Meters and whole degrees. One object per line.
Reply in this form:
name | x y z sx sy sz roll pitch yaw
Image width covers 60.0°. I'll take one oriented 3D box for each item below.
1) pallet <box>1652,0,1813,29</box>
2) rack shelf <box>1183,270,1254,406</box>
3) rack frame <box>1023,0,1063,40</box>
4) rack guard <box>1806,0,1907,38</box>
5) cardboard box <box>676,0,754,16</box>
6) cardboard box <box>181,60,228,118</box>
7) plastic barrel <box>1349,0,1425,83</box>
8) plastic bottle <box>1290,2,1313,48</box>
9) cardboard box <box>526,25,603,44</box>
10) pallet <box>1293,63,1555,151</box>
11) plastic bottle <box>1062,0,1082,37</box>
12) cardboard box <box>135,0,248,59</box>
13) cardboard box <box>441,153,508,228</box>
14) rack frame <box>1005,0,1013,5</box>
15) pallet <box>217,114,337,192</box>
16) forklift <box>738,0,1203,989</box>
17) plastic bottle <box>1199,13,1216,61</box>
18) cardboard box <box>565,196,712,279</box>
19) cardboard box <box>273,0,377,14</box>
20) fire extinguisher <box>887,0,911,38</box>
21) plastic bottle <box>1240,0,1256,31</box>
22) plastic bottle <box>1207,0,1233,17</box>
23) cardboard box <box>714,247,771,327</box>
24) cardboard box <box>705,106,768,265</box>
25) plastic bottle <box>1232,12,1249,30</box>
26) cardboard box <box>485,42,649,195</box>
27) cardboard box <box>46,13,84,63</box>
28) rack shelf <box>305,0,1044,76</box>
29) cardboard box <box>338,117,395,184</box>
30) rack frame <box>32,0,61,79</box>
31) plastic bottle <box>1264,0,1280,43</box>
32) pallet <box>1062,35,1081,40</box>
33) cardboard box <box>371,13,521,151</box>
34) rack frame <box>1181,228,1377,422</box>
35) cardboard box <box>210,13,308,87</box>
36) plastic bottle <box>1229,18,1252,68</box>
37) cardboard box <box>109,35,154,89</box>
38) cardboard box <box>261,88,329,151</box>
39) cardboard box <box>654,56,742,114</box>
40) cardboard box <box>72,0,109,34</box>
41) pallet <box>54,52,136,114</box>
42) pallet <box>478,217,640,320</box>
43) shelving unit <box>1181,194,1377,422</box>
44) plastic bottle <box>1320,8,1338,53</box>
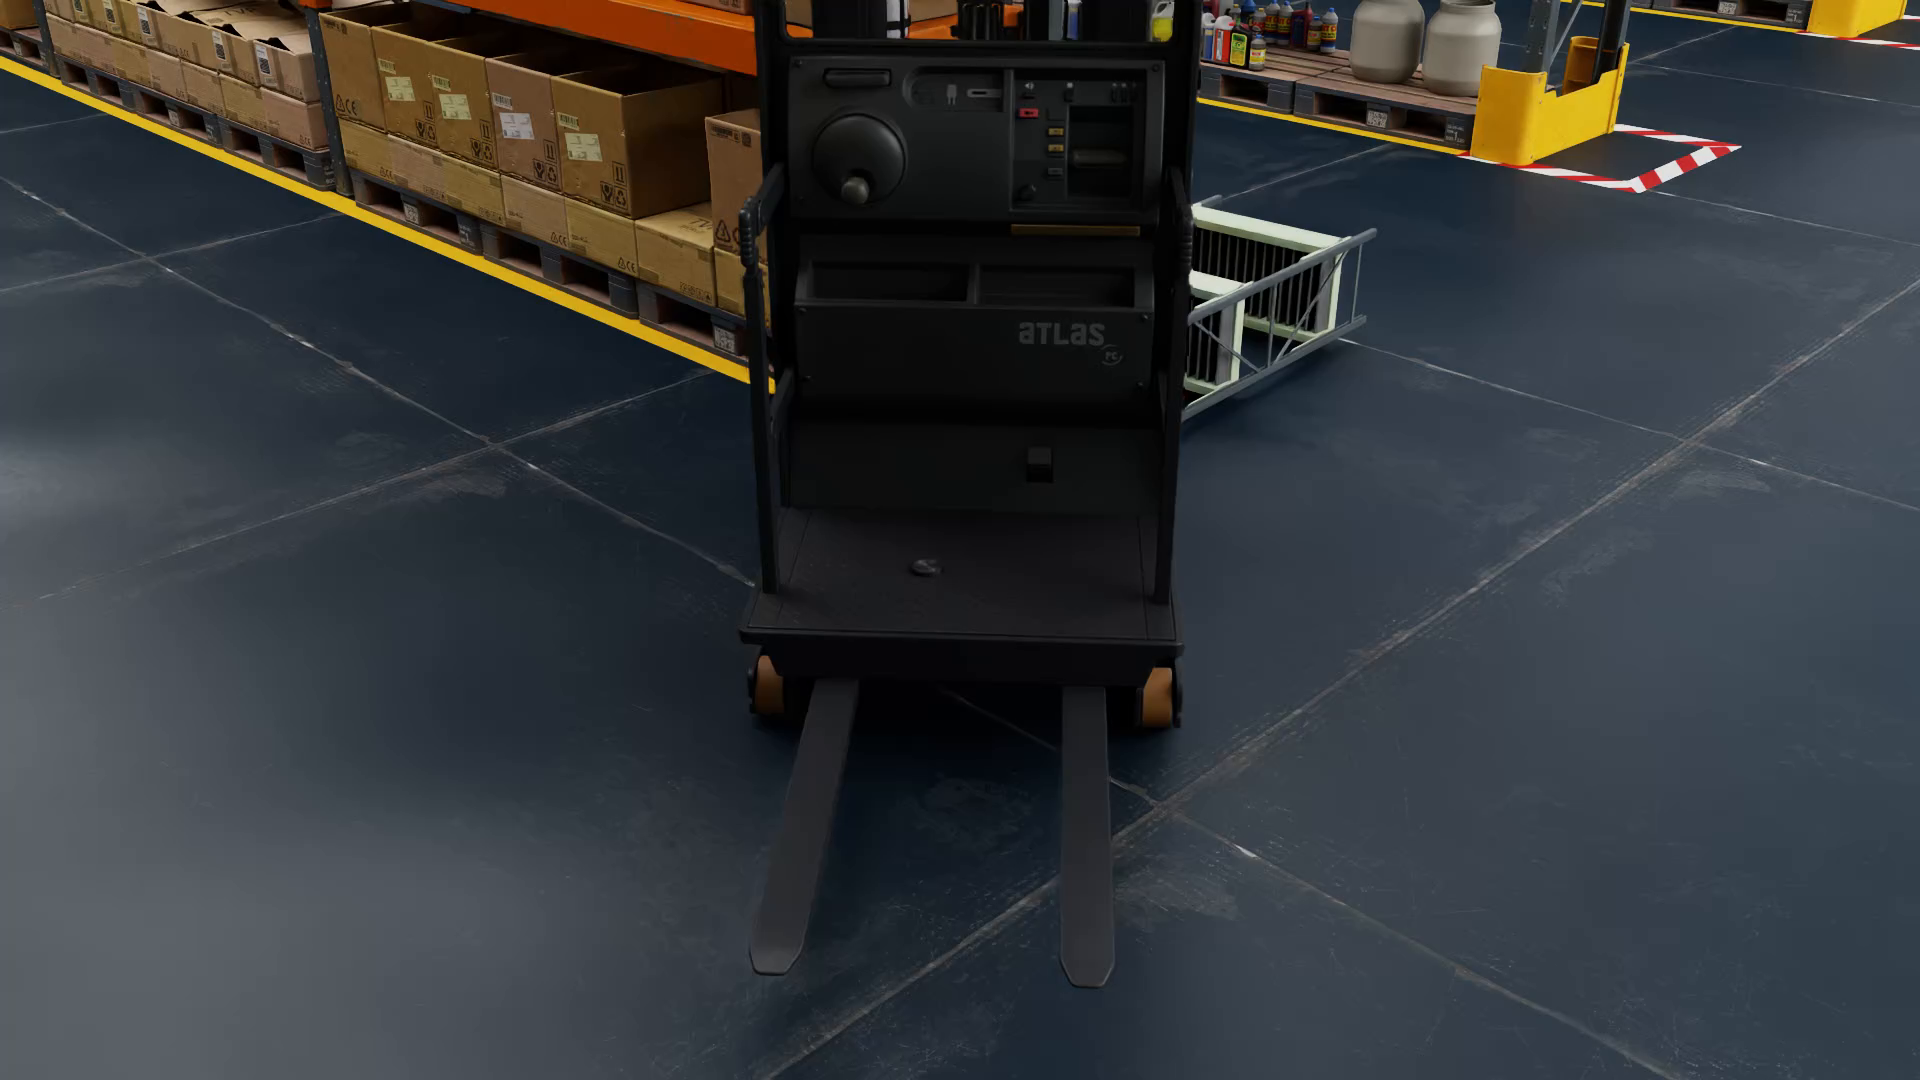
pallet | 6.329 -4.331 13.260 1.213 0.211 1.003 25 36 38
rack shelf | 0.682 -0.806 6.257 0.720 0.431 0.370 22 35 35
rack frame | -0.010 -1.977 5.788 0.127 3.000 1.000 25 36 38
rack guard | 6.884 -4.182 12.667 0.348 0.500 1.175 25 36 38
cardboard box | -0.712 -2.348 6.385 0.700 0.500 0.500 -24 36 -38
cardboard box | -4.086 -2.623 9.519 0.500 0.250 0.500 -24 36 -38
plastic barrel | 2.585 -3.058 10.064 0.421 0.512 0.421 0 28 0
plastic bottle | 2.242 -3.387 10.915 0.061 0.283 0.133 -25 36 -38
cardboard box | -1.671 -2.176 7.862 0.500 0.500 0.500 25 36 38
pallet | 2.803 -2.662 10.086 1.213 0.211 1.003 25 36 38
plastic bottle | 0.783 -3.569 11.268 0.152 0.276 0.135 -24 36 -37
cardboard box | -4.438 -3.033 9.696 0.500 0.311 0.500 24 36 38
cardboard box | -2.038 -1.670 7.706 0.500 0.250 0.500 25 36 38
rack frame | 0.613 -4.925 11.394 0.127 3.000 1.000 25 36 38
pallet | -3.415 -2.276 9.351 1.213 0.211 1.003 25 36 38
forklift | 0.028 -0.964 3.934 1.130 2.935 3.031 2 28 3
plastic bottle | 1.589 -3.200 10.566 0.135 0.276 0.152 23 36 37
cardboard box | -1.322 -1.345 7.088 0.500 0.250 0.500 25 36 38
cardboard box | -3.706 -3.051 9.730 0.500 0.311 0.500 23 36 37
fire extinguisher | -0.251 -1.750 5.439 0.183 0.674 0.296 25 36 38
plastic bottle | 1.931 -3.513 11.166 0.097 0.271 0.097 0 28 0
plastic bottle | 1.755 -3.578 11.285 0.152 0.276 0.135 -25 36 -38
cardboard box | -0.600 -1.023 6.476 0.500 0.250 0.500 25 36 38
cardboard box | -0.601 -1.354 6.300 0.500 0.500 0.500 25 36 38
plastic bottle | 1.762 -3.193 10.546 0.133 0.283 0.061 25 36 38
cardboard box | -1.680 -1.839 7.223 0.500 0.500 0.500 25 36 38
cardboard box | -5.547 -3.288 10.784 0.500 0.250 0.500 24 36 38
rack shelf | -1.436 -2.312 7.196 4.000 0.370 1.077 25 36 38
cardboard box | -2.744 -2.000 8.333 0.500 0.250 0.500 25 36 38
rack frame | -5.715 -4.588 10.752 0.127 3.000 1.000 25 36 38
plastic bottle | 2.075 -3.447 11.041 0.097 0.271 0.097 0 28 0
pallet | 1.063 -3.458 11.600 1.213 0.211 1.003 25 36 38
cardboard box | -2.389 -2.168 7.847 0.500 0.500 0.500 25 36 38
rack frame | 1.172 -0.810 6.263 0.023 0.400 1.500 22 35 35
cardboard box | -3.728 -2.704 9.071 0.500 0.311 0.500 -24 36 -38
plastic bottle | 1.752 -3.098 10.365 0.061 0.283 0.133 -24 36 -38
cardboard box | -4.813 -2.957 10.154 0.500 0.250 0.500 23 36 37
cardboard box | -3.361 -2.291 8.886 0.500 0.250 0.500 24 36 38
cardboard box | -0.960 -1.848 7.240 0.500 0.500 0.500 25 36 38
cardboard box | -5.167 -3.368 10.333 0.500 0.311 0.500 24 36 37
pallet | -5.155 -3.072 10.865 1.213 0.211 1.003 25 36 38
pallet | -1.450 -1.377 7.642 1.213 0.211 1.003 25 36 38
shelving unit | 0.895 -0.921 6.475 0.755 0.431 1.500 22 35 35
plastic bottle | 2.391 -3.302 10.766 0.097 0.271 0.097 0 28 0
